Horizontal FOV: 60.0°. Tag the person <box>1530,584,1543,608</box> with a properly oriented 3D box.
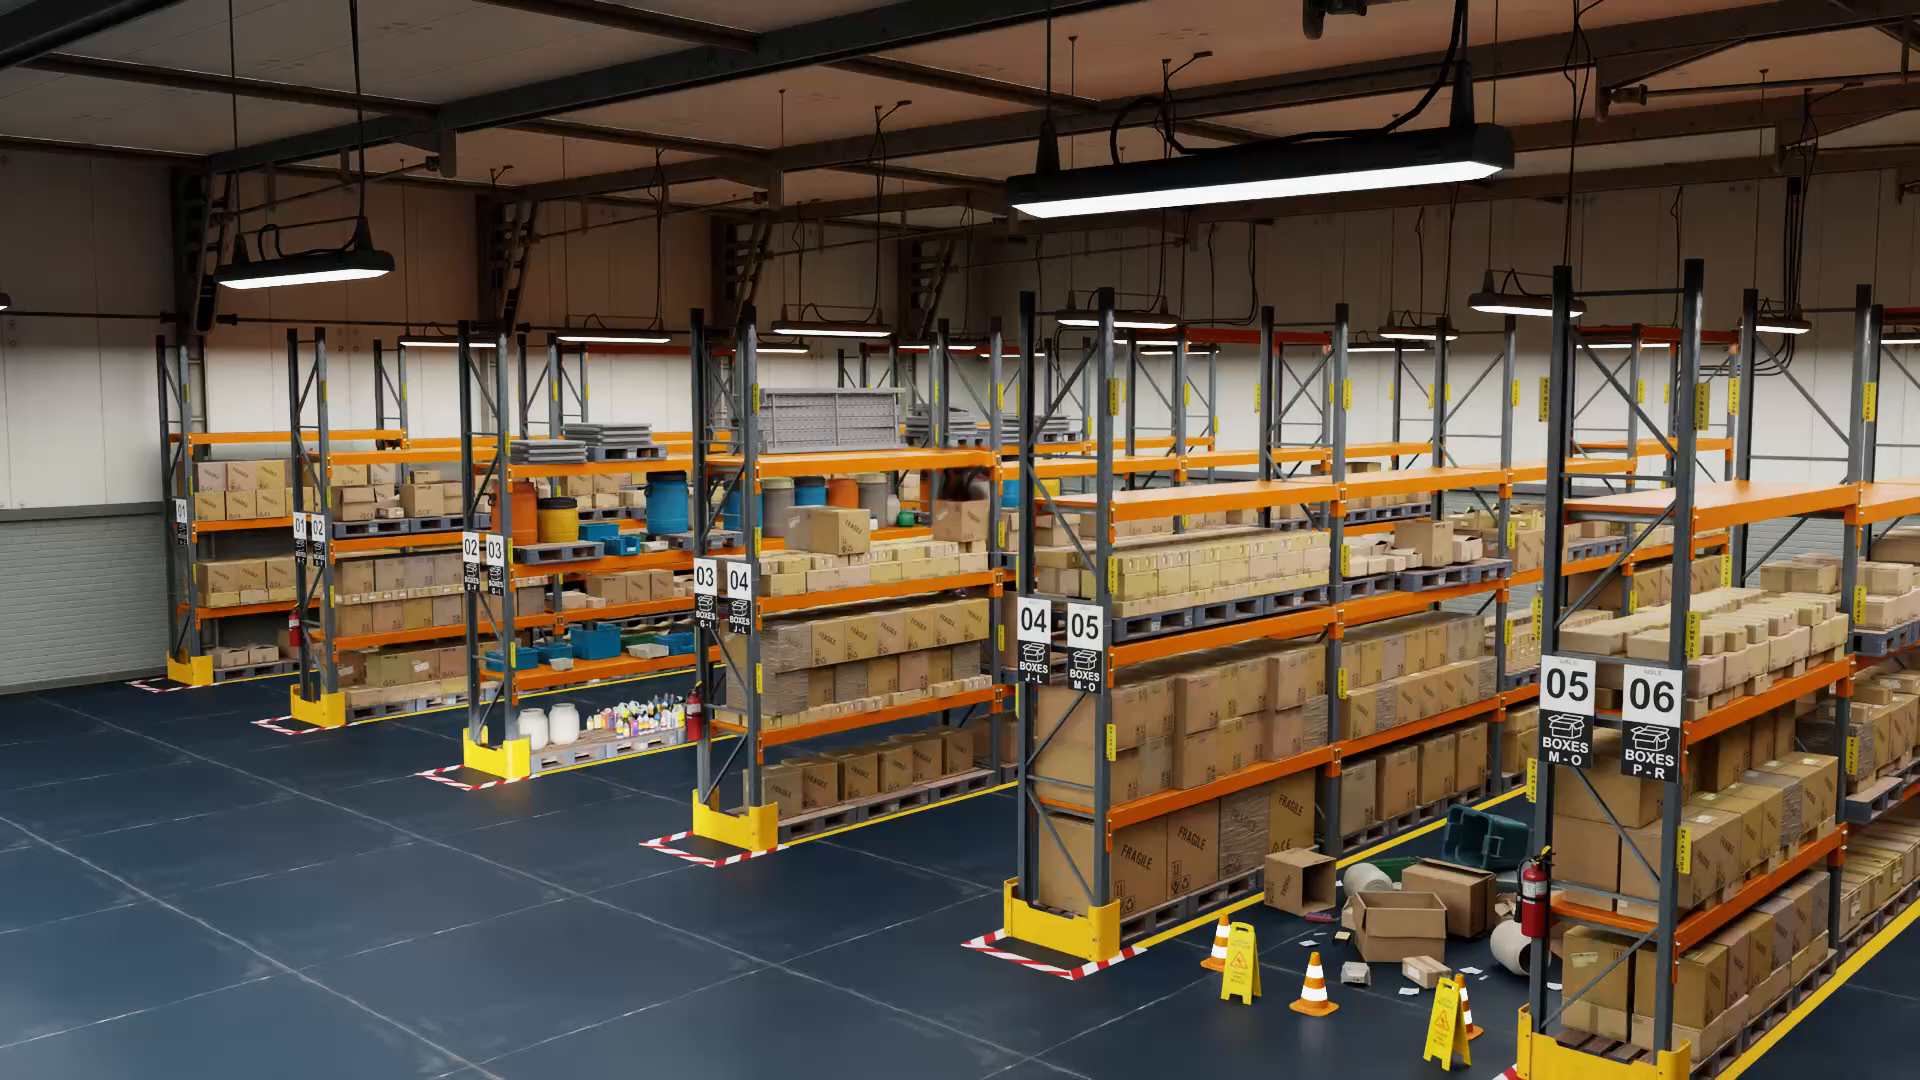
[{"bbox_3d":[10.181,1.606,29.091,0.519,1.672,0.642,1,5,9],"label":"person"}]
